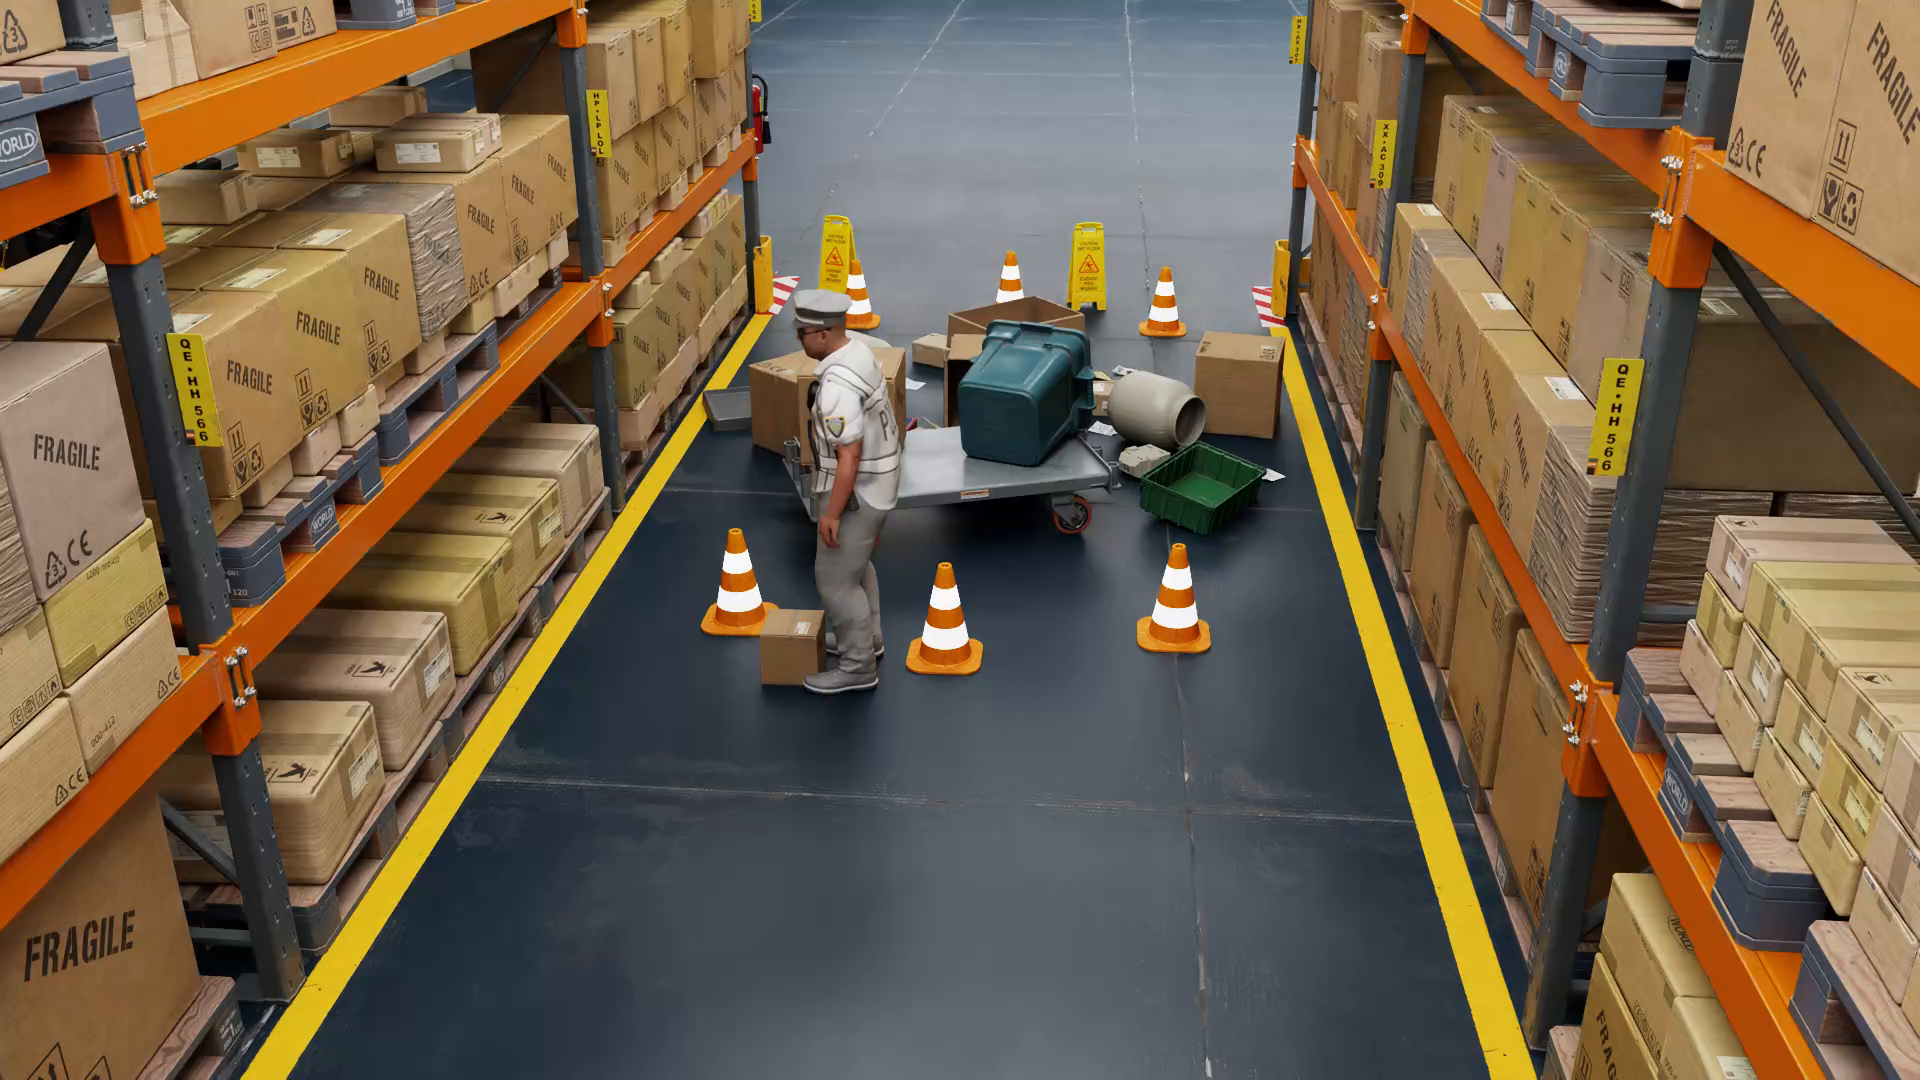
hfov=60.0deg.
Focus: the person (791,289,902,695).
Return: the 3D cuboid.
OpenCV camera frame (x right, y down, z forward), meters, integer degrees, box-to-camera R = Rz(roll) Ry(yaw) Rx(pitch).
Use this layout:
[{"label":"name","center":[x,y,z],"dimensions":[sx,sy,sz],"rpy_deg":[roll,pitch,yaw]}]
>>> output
[{"label":"person","center":[-0.466,-0.203,7.042],"dimensions":[0.435,1.748,0.590],"rpy_deg":[2,24,3]}]
